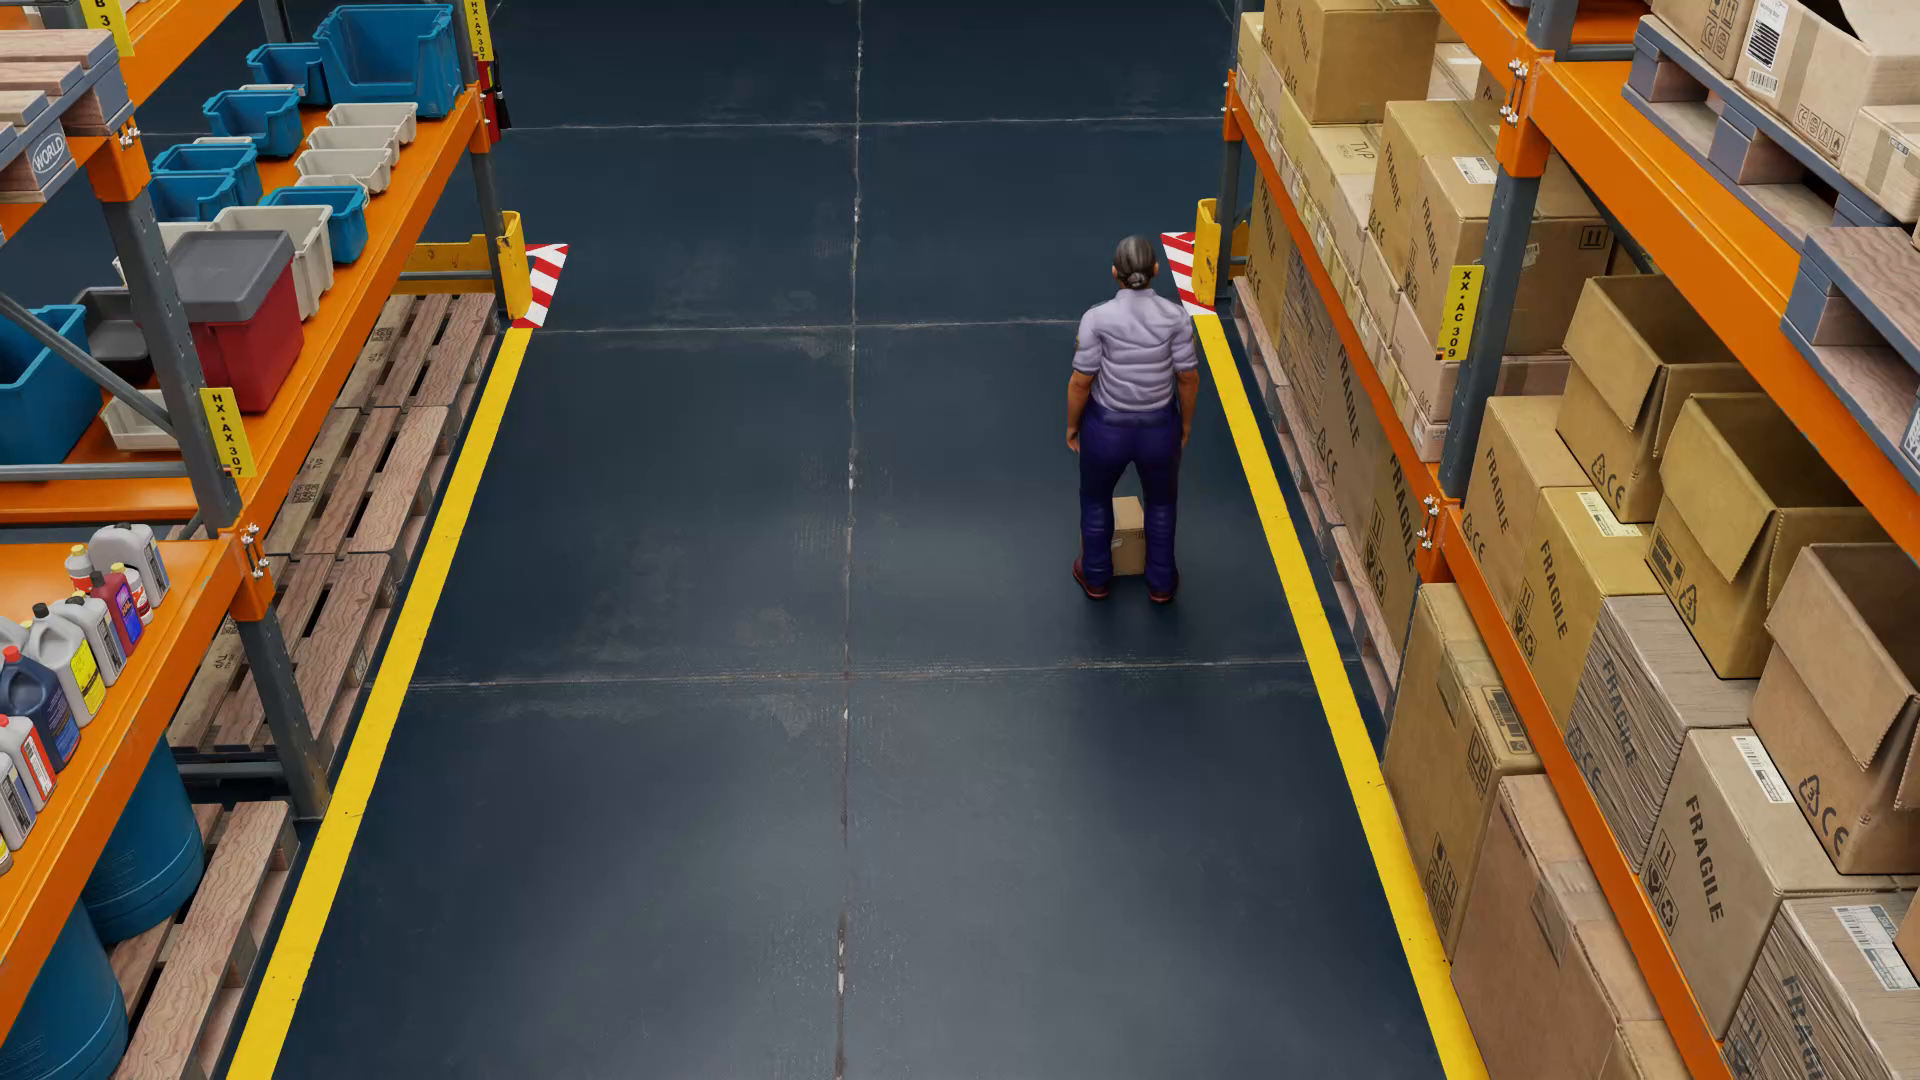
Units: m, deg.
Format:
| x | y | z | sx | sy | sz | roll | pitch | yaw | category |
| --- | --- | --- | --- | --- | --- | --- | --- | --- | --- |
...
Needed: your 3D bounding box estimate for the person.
| x | y | z | sx | sy | sz | roll | pitch | yaw | category |
| --- | --- | --- | --- | --- | --- | --- | --- | --- | --- |
| 0.700 | -0.460 | 6.798 | 0.537 | 1.651 | 0.416 | -1 | 35 | -2 | person |
